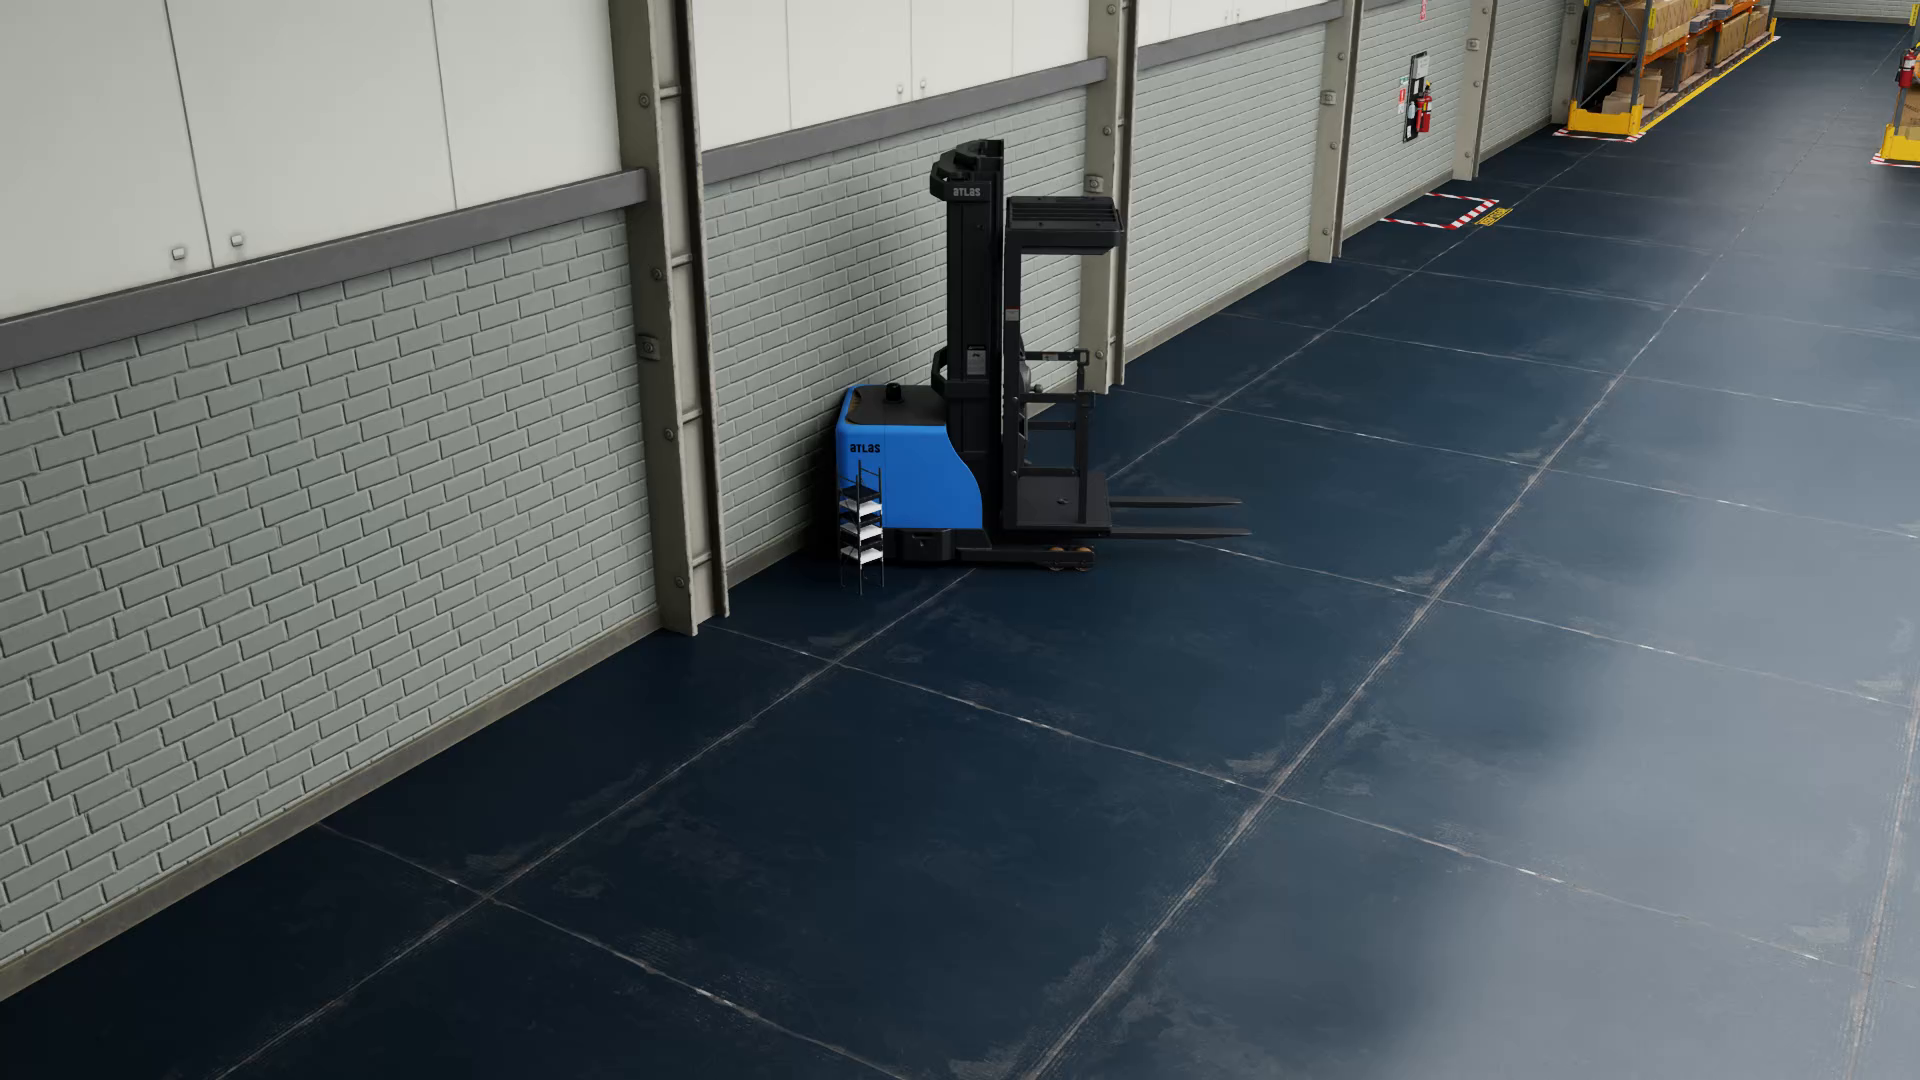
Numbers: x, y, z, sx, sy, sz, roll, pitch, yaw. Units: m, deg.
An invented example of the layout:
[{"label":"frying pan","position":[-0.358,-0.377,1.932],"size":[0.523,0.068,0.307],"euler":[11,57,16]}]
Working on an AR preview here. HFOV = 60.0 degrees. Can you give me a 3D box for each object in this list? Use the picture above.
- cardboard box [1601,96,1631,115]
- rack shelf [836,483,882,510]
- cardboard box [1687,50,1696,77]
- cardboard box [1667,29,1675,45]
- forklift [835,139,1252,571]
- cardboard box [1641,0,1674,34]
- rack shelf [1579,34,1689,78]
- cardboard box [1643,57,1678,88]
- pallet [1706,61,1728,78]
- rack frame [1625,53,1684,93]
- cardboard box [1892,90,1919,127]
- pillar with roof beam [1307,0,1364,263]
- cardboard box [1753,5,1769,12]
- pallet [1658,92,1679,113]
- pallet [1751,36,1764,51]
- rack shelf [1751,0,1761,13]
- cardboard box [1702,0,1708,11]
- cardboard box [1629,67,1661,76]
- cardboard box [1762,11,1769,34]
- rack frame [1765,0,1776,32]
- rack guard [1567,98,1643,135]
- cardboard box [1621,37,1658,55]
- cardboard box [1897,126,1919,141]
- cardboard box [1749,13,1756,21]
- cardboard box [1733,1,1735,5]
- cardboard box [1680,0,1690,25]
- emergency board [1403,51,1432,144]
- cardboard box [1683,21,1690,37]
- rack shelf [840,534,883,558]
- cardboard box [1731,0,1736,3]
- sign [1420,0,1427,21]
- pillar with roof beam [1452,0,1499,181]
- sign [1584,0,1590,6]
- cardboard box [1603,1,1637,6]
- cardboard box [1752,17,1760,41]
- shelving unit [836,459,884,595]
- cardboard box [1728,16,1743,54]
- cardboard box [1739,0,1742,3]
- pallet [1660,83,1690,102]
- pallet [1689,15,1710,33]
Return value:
[{"label":"cardboard box","position":[11.656,-7.697,29.420],"size":[0.500,0.311,0.500],"euler":[11,26,23]},{"label":"rack shelf","position":[-0.702,-0.306,11.563],"size":[0.200,0.077,0.258],"euler":[-20,30,-38]},{"label":"cardboard box","position":[14.490,-9.692,33.791],"size":[0.700,0.500,0.500],"euler":[14,27,29]},{"label":"cardboard box","position":[12.546,-9.072,29.929],"size":[0.500,0.250,0.500],"euler":[14,27,29]},{"label":"forklift","position":[0.630,-1.337,11.984],"size":[3.031,2.935,1.130],"euler":[1,23,2]},{"label":"cardboard box","position":[12.269,-9.235,29.361],"size":[0.500,0.500,0.500],"euler":[13,27,27]},{"label":"rack shelf","position":[12.269,-8.859,30.180],"size":[1.077,0.370,4.000],"euler":[14,27,29]},{"label":"cardboard box","position":[13.699,-9.171,32.587],"size":[0.700,0.500,0.500],"euler":[15,28,31]},{"label":"pallet","position":[15.914,-10.185,35.847],"size":[1.003,0.211,1.213],"euler":[14,27,29]},{"label":"rack frame","position":[13.324,-9.864,31.596],"size":[1.000,3.000,0.127],"euler":[14,27,29]},{"label":"cardboard box","position":[15.455,-6.996,26.958],"size":[0.500,0.500,0.500],"euler":[14,27,29]},{"label":"pillar with roof beam","position":[8.176,-6.732,16.810],"size":[9.100,9.000,0.400],"euler":[14,27,29]},{"label":"cardboard box","position":[19.457,-12.919,40.453],"size":[0.380,0.149,0.250],"euler":[14,27,28]},{"label":"pallet","position":[13.000,-8.350,31.609],"size":[1.003,0.211,1.213],"euler":[14,27,29]},{"label":"pallet","position":[18.655,-11.938,39.897],"size":[1.003,0.211,1.213],"euler":[14,27,29]},{"label":"rack shelf","position":[18.599,-12.909,39.535],"size":[1.077,0.370,4.000],"euler":[14,27,29]},{"label":"cardboard box","position":[14.557,-10.876,33.254],"size":[0.700,0.500,0.500],"euler":[14,27,29]},{"label":"cardboard box","position":[12.811,-8.560,31.177],"size":[0.500,0.500,0.500],"euler":[12,26,25]},{"label":"cardboard box","position":[19.370,-12.703,40.771],"size":[0.700,0.500,0.500],"euler":[14,27,29]},{"label":"rack frame","position":[19.654,-13.914,40.952],"size":[1.000,3.000,0.127],"euler":[14,27,29]},{"label":"rack guard","position":[11.254,-7.393,29.033],"size":[1.175,0.500,0.348],"euler":[14,27,29]},{"label":"cardboard box","position":[11.742,-8.553,28.730],"size":[0.500,0.250,0.500],"euler":[13,27,27]},{"label":"cardboard box","position":[15.457,-6.651,27.106],"size":[0.500,0.250,0.500],"euler":[14,27,29]},{"label":"cardboard box","position":[18.362,-12.216,38.829],"size":[0.380,0.149,0.250],"euler":[15,28,31]},{"label":"cardboard box","position":[16.605,-11.691,36.106],"size":[0.380,0.149,0.250],"euler":[14,27,29]},{"label":"cardboard box","position":[13.079,-9.755,30.563],"size":[0.500,0.500,0.500],"euler":[14,27,29]},{"label":"emergency board","position":[6.348,-6.081,22.856],"size":[0.194,1.169,0.643],"euler":[14,27,29]},{"label":"cardboard box","position":[13.332,-9.581,31.106],"size":[0.500,0.250,0.500],"euler":[14,27,29]},{"label":"rack shelf","position":[-0.702,0.025,11.706],"size":[0.200,0.077,0.258],"euler":[-20,30,-38]},{"label":"cardboard box","position":[16.192,-11.691,35.290],"size":[0.500,0.500,0.500],"euler":[15,28,31]},{"label":"sign","position":[6.259,-7.162,22.437],"size":[0.001,0.298,0.199],"euler":[14,27,29]},{"label":"pillar with roof beam","position":[11.341,-8.758,21.488],"size":[9.100,9.000,0.400],"euler":[14,27,29]},{"label":"sign","position":[10.753,-9.314,28.469],"size":[0.100,0.325,0.005],"euler":[14,27,29]},{"label":"cardboard box","position":[11.556,-9.170,29.212],"size":[0.500,0.500,0.500],"euler":[14,27,30]},{"label":"cardboard box","position":[18.566,-12.182,39.569],"size":[0.700,0.500,0.500],"euler":[15,27,30]},{"label":"shelving unit","position":[-0.702,-0.088,11.657],"size":[0.210,0.900,0.258],"euler":[-20,30,-38]},{"label":"cardboard box","position":[16.846,-11.223,36.913],"size":[0.750,0.750,0.750],"euler":[15,27,31]},{"label":"cardboard box","position":[17.044,-11.947,36.697],"size":[0.380,0.149,0.250],"euler":[14,27,29]},{"label":"pallet","position":[13.734,-8.848,32.758],"size":[1.003,0.211,1.213],"euler":[14,27,29]},{"label":"pallet","position":[13.851,-10.004,32.159],"size":[1.003,0.211,1.213],"euler":[14,27,29]}]
